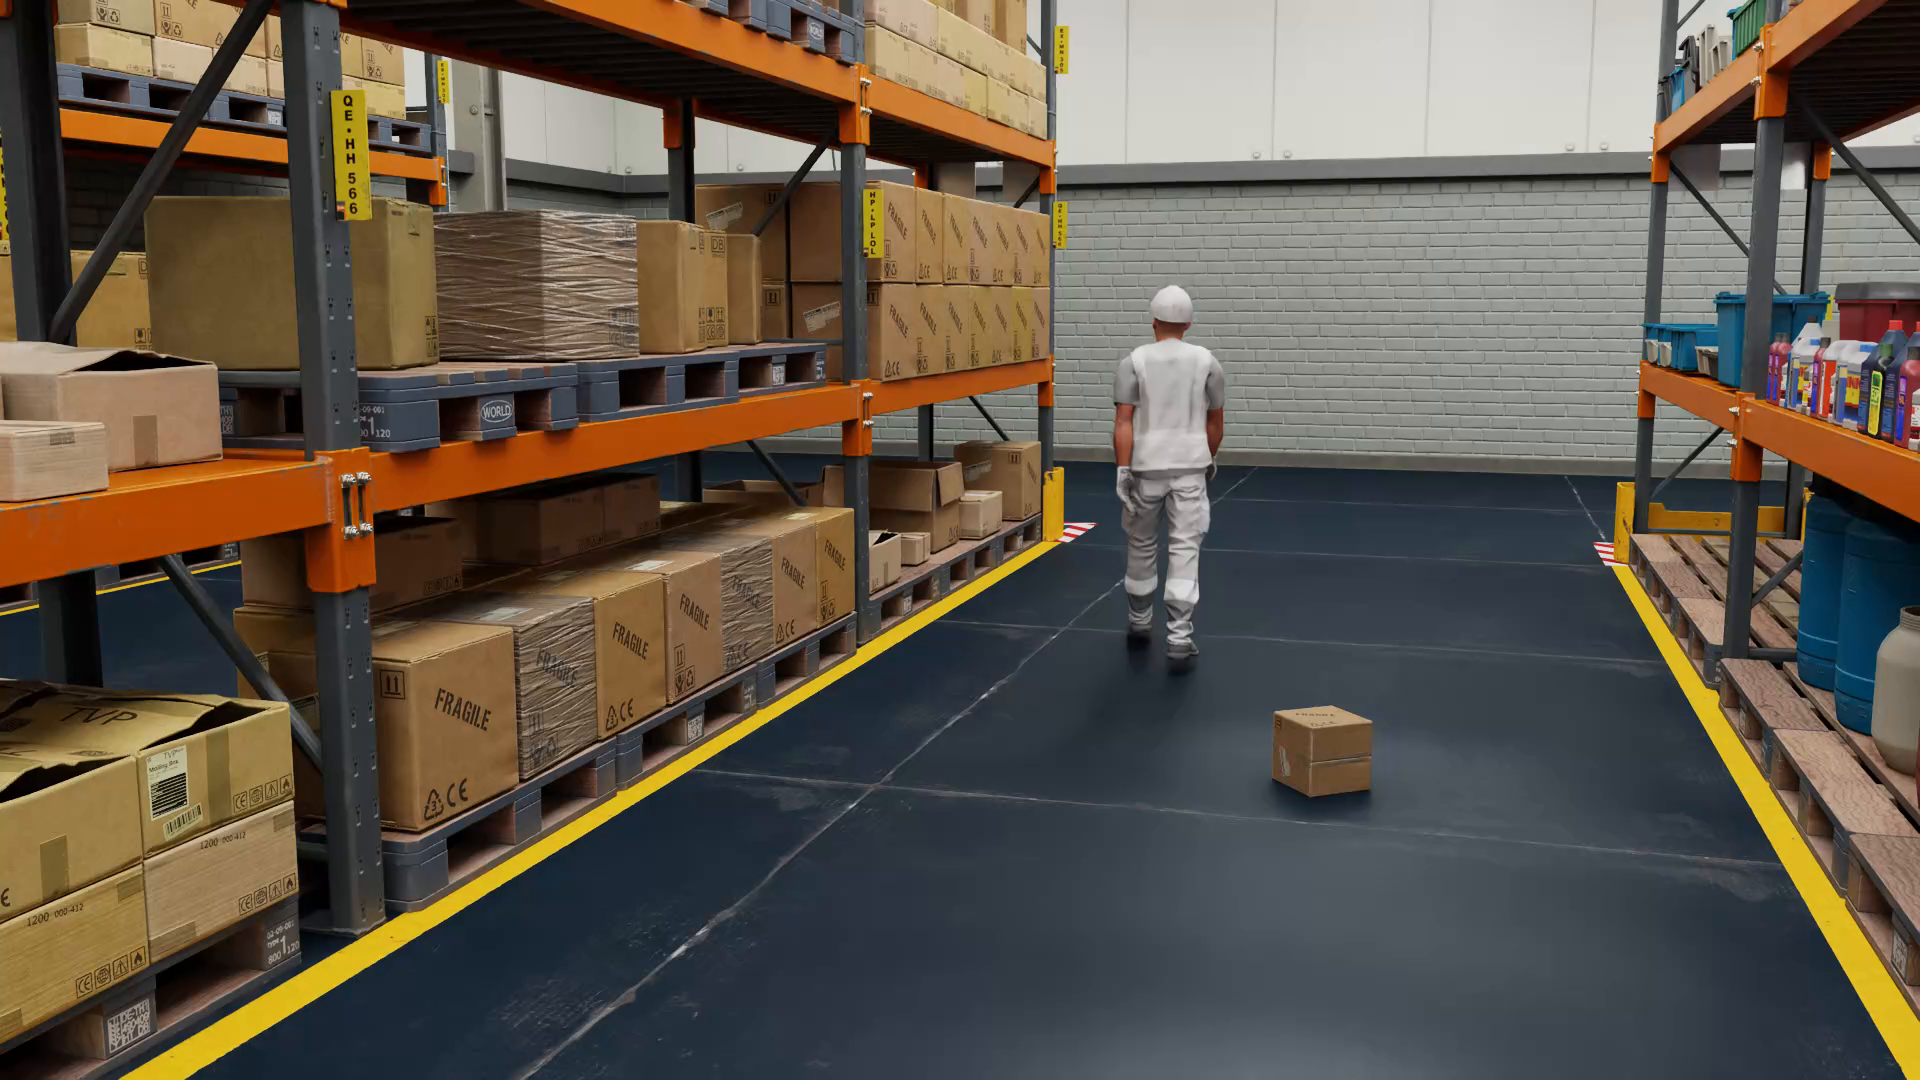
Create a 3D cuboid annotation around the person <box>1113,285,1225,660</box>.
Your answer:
[{"bbox_3d":[1.007,-0.352,8.029,0.522,1.733,1.010,1,8,8],"label":"person"}]
